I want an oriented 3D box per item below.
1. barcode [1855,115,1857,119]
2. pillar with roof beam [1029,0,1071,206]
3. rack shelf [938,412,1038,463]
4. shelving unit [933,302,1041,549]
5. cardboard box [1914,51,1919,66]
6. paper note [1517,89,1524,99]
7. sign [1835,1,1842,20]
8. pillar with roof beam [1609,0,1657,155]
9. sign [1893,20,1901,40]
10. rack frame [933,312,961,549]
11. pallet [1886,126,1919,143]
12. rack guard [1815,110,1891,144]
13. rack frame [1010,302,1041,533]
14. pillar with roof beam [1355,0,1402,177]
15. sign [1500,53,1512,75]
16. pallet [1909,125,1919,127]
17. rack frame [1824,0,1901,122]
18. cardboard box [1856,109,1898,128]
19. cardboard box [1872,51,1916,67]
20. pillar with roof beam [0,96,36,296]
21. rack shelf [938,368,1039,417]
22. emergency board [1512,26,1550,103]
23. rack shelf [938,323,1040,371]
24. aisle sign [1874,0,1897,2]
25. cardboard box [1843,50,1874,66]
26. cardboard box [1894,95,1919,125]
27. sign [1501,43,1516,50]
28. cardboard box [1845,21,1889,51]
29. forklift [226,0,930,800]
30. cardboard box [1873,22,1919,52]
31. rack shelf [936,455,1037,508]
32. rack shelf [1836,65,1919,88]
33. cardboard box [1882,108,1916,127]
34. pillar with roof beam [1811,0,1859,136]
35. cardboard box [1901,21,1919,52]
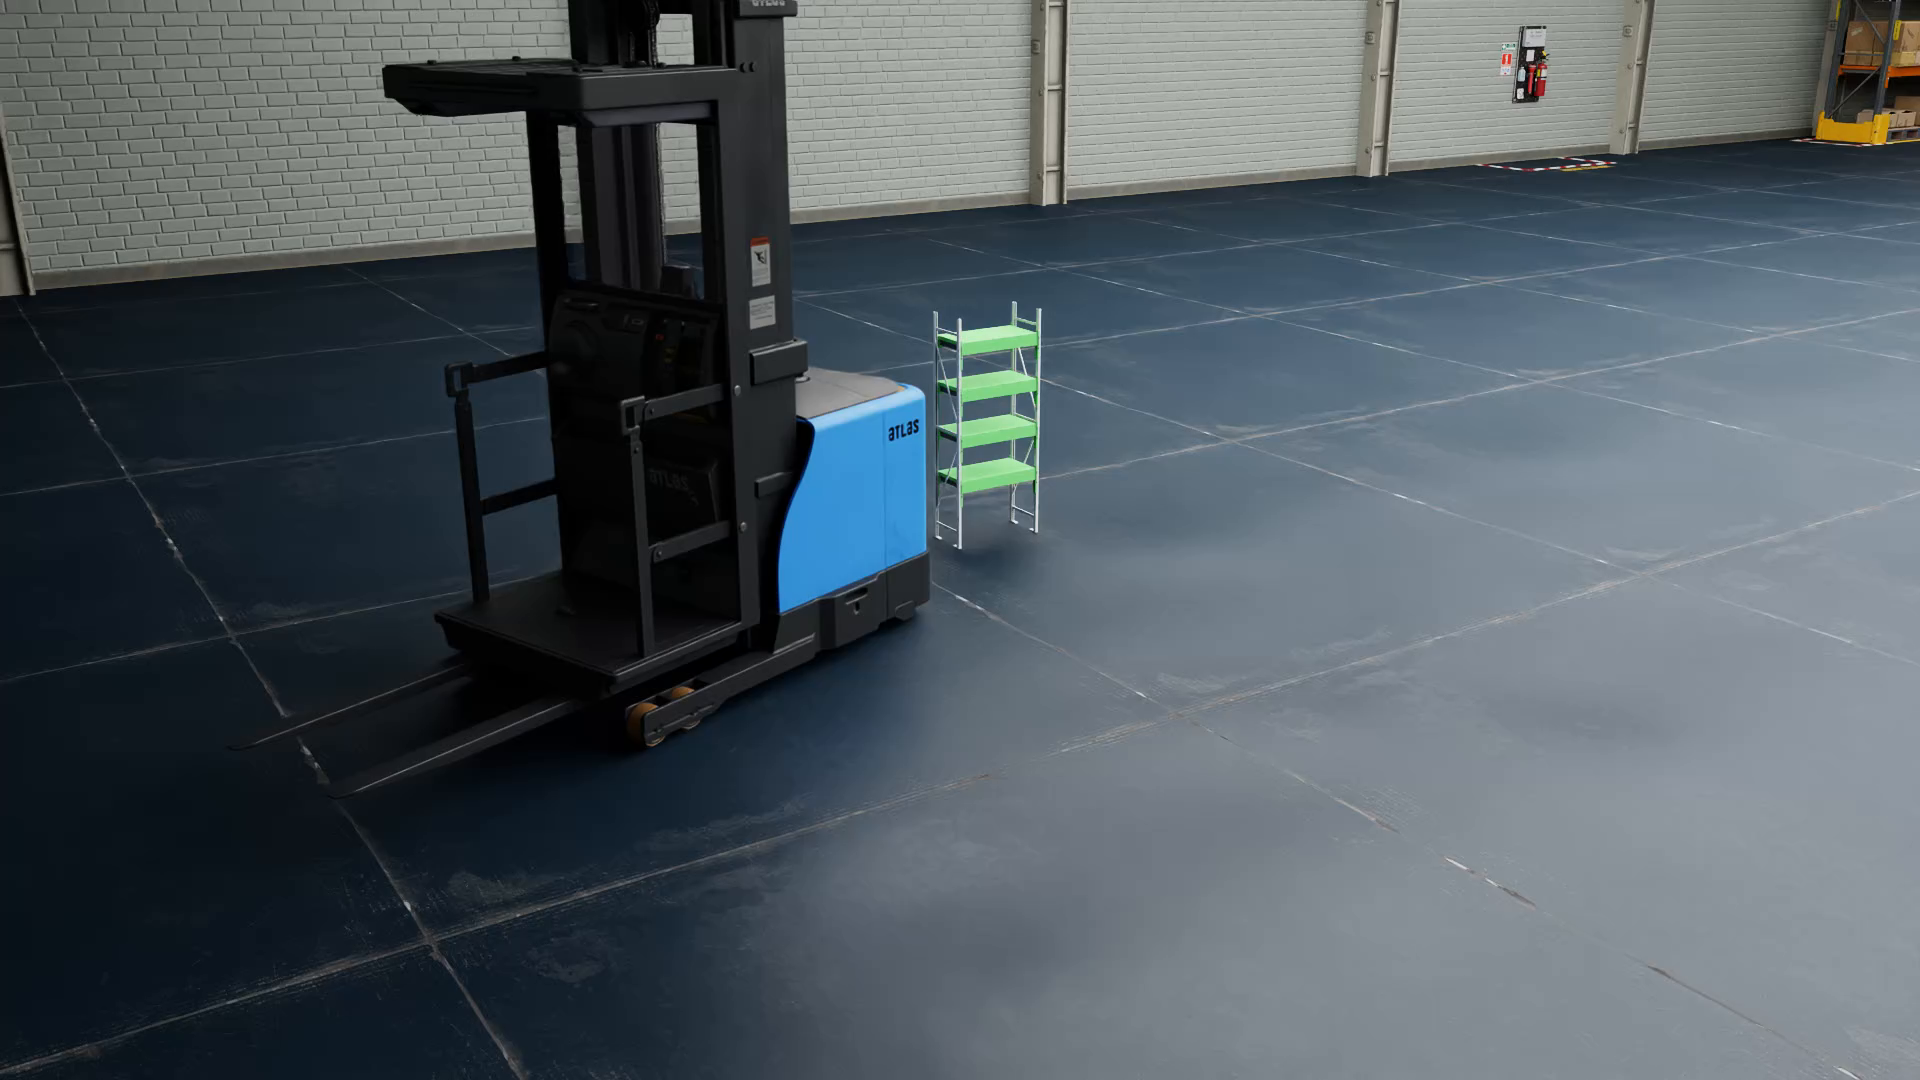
[{"bbox_3d":[16.497,-7.792,30.607,0.075,0.075,0.001,-12,22,-31],"label":"barcode"},{"bbox_3d":[3.518,-7.520,16.937,0.400,9.000,9.100,-12,22,-31],"label":"pillar with roof beam"},{"bbox_3d":[0.138,-0.537,8.659,0.480,0.148,0.258,-12,22,-31],"label":"rack shelf"},{"bbox_3d":[0.138,-0.598,8.639,0.503,1.200,0.258,-12,22,-31],"label":"shelving unit"},{"bbox_3d":[17.082,-8.680,29.939,0.500,0.250,0.500,-13,22,-33],"label":"cardboard box"},{"bbox_3d":[8.902,-7.088,26.403,0.142,0.148,0.016,-12,22,-31],"label":"paper note"},{"bbox_3d":[15.786,-9.496,29.847,0.005,0.325,0.100,-12,22,-31],"label":"sign"},{"bbox_3d":[13.540,-9.634,23.190,0.400,9.000,9.100,-12,22,-31],"label":"pillar with roof beam"},{"bbox_3d":[16.373,-8.910,29.066,0.005,0.325,0.100,-12,22,-31],"label":"sign"},{"bbox_3d":[-0.066,-0.555,8.512,0.015,1.200,0.240,-12,22,-31],"label":"rack frame"},{"bbox_3d":[16.836,-7.471,30.515,1.213,0.211,1.003,-12,22,-31],"label":"pallet"},{"bbox_3d":[16.138,-7.475,30.073,0.348,0.500,1.175,-12,22,-31],"label":"rack guard"},{"bbox_3d":[0.342,-0.641,8.766,0.015,1.200,0.240,-12,22,-31],"label":"rack frame"},{"bbox_3d":[8.529,-8.577,20.064,0.400,9.000,9.100,-12,22,-31],"label":"pillar with roof beam"},{"bbox_3d":[8.569,-7.465,26.087,0.234,0.329,0.001,-12,22,-31],"label":"sign"},{"bbox_3d":[17.854,-7.685,31.147,1.213,0.211,1.003,-12,22,-31],"label":"pallet"},{"bbox_3d":[16.074,-8.645,29.633,0.127,3.000,1.000,-12,22,-31],"label":"rack frame"},{"bbox_3d":[16.702,-7.678,30.283,0.500,0.311,0.500,-15,24,-37],"label":"cardboard box"},{"bbox_3d":[16.657,-8.585,29.657,0.500,0.250,0.500,-13,22,-33],"label":"cardboard box"},{"bbox_3d":[-6.504,-5.406,10.685,0.400,9.000,9.100,-12,22,-31],"label":"pillar with roof beam"},{"bbox_3d":[0.138,-0.764,8.582,0.480,0.148,0.258,-12,22,-31],"label":"rack shelf"},{"bbox_3d":[9.087,-7.518,26.299,0.643,1.169,0.194,-12,22,-31],"label":"emergency board"},{"bbox_3d":[0.138,-0.992,8.506,0.480,0.148,0.258,-12,22,-31],"label":"rack shelf"},{"bbox_3d":[16.179,-9.784,28.942,0.004,0.787,0.394,-12,22,-31],"label":"aisle sign"},{"bbox_3d":[16.358,-8.718,30.051,0.500,0.250,0.500,-12,22,-31],"label":"cardboard box"},{"bbox_3d":[17.818,-7.984,30.892,0.500,0.500,0.700,-14,23,-35],"label":"cardboard box"},{"bbox_3d":[8.578,-7.715,25.997,0.331,0.109,0.001,-12,22,-31],"label":"sign"},{"bbox_3d":[16.351,-9.079,29.948,0.500,0.500,0.500,-12,22,-32],"label":"cardboard box"},{"bbox_3d":[-1.427,-0.772,6.451,1.130,2.935,3.031,14,23,35],"label":"forklift"},{"bbox_3d":[16.638,-8.943,29.545,0.500,0.500,0.500,-12,22,-31],"label":"cardboard box"},{"bbox_3d":[0.138,-0.310,8.736,0.480,0.148,0.258,-12,22,-31],"label":"rack shelf"},{"bbox_3d":[17.745,-8.657,30.791,4.000,0.370,1.077,-12,22,-31],"label":"rack shelf"},{"bbox_3d":[17.178,-7.778,30.580,0.500,0.311,0.500,-10,21,-27],"label":"cardboard box"},{"bbox_3d":[18.551,-10.690,26.316,0.400,9.000,9.100,-12,22,-31],"label":"pillar with roof beam"},{"bbox_3d":[17.057,-9.027,29.795,0.500,0.500,0.500,-12,22,-31],"label":"cardboard box"}]
